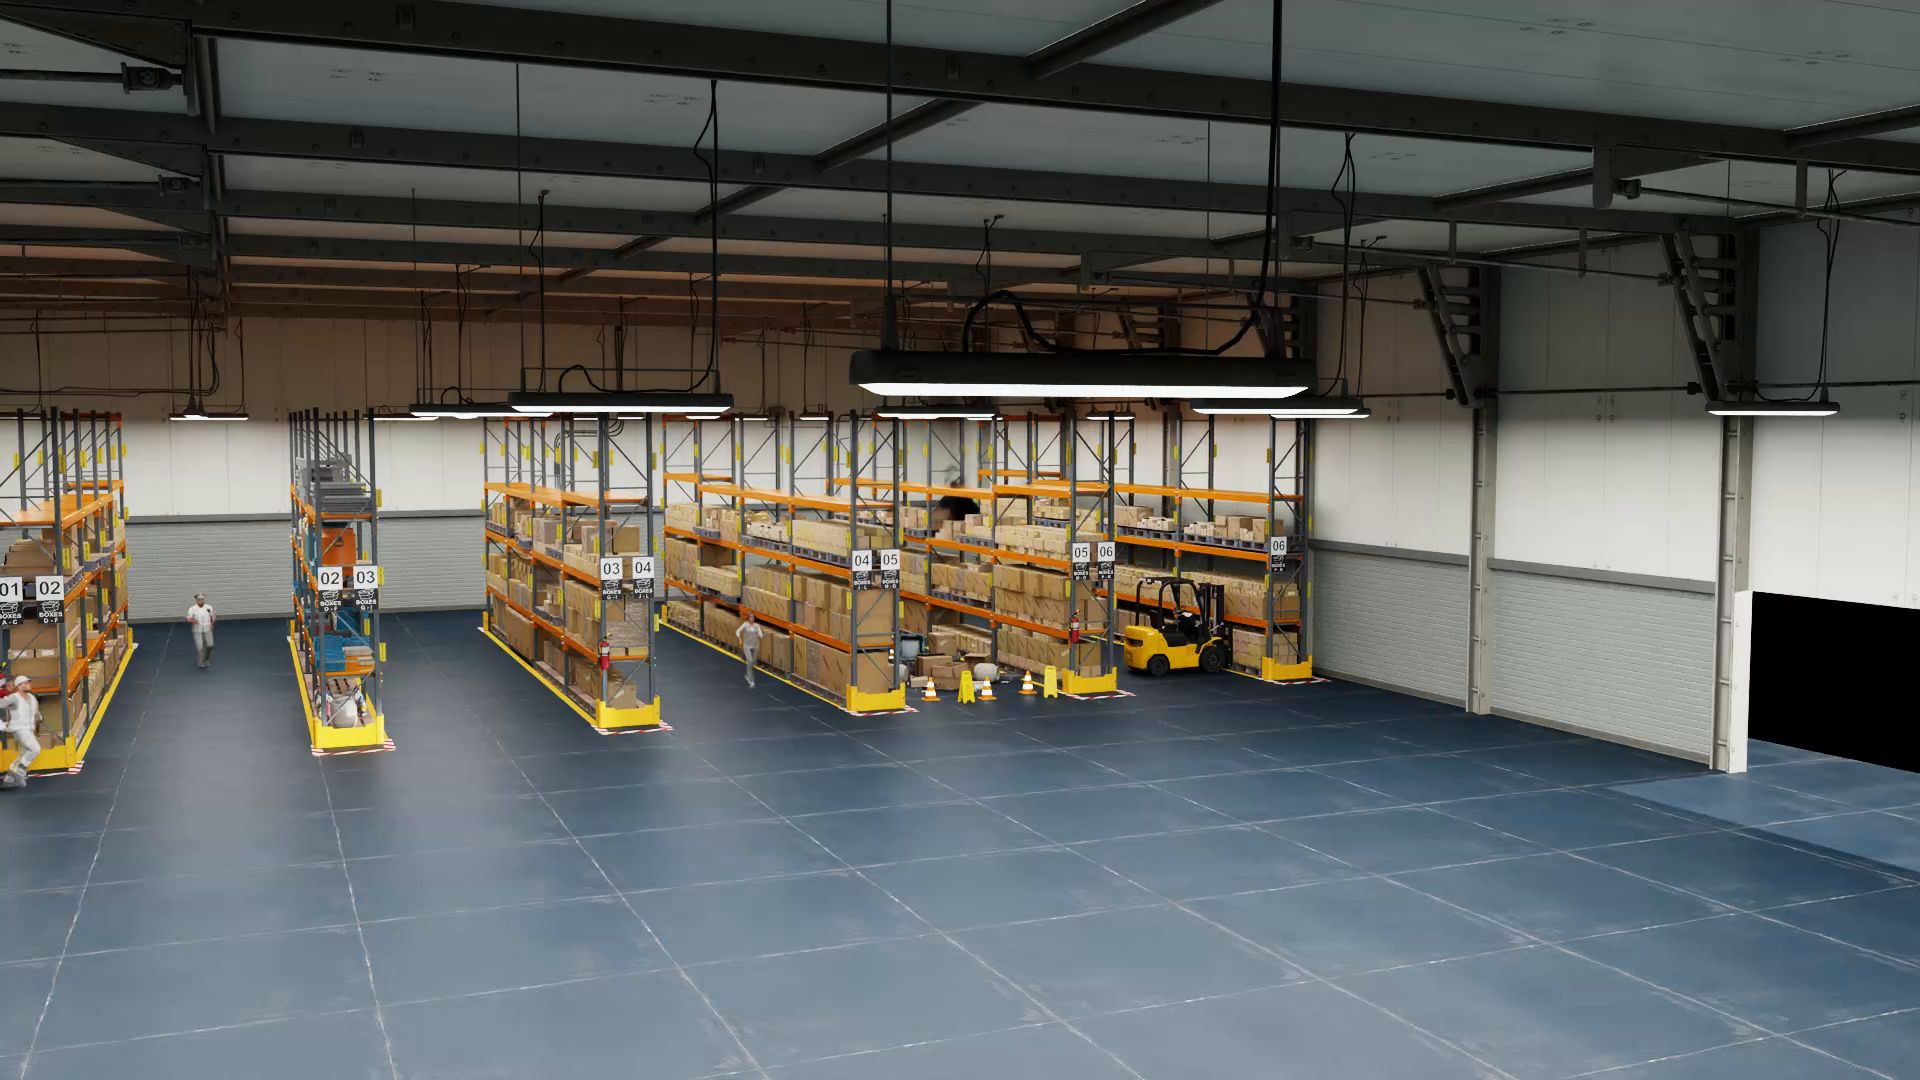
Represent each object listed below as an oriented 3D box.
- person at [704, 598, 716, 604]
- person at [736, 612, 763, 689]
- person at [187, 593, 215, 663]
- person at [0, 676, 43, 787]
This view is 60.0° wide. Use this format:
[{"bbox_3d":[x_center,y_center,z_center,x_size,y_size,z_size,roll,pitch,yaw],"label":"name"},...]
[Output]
[{"bbox_3d":[-7.408,1.473,49.165,0.739,1.655,0.613,2,5,30],"label":"person"},{"bbox_3d":[-4.563,2.374,36.201,0.517,1.630,0.784,-2,5,-29],"label":"person"},{"bbox_3d":[-17.712,2.073,38.903,0.638,1.659,0.636,-3,5,-35],"label":"person"},{"bbox_3d":[-14.710,3.002,26.142,0.649,1.732,0.689,0,4,3],"label":"person"}]
